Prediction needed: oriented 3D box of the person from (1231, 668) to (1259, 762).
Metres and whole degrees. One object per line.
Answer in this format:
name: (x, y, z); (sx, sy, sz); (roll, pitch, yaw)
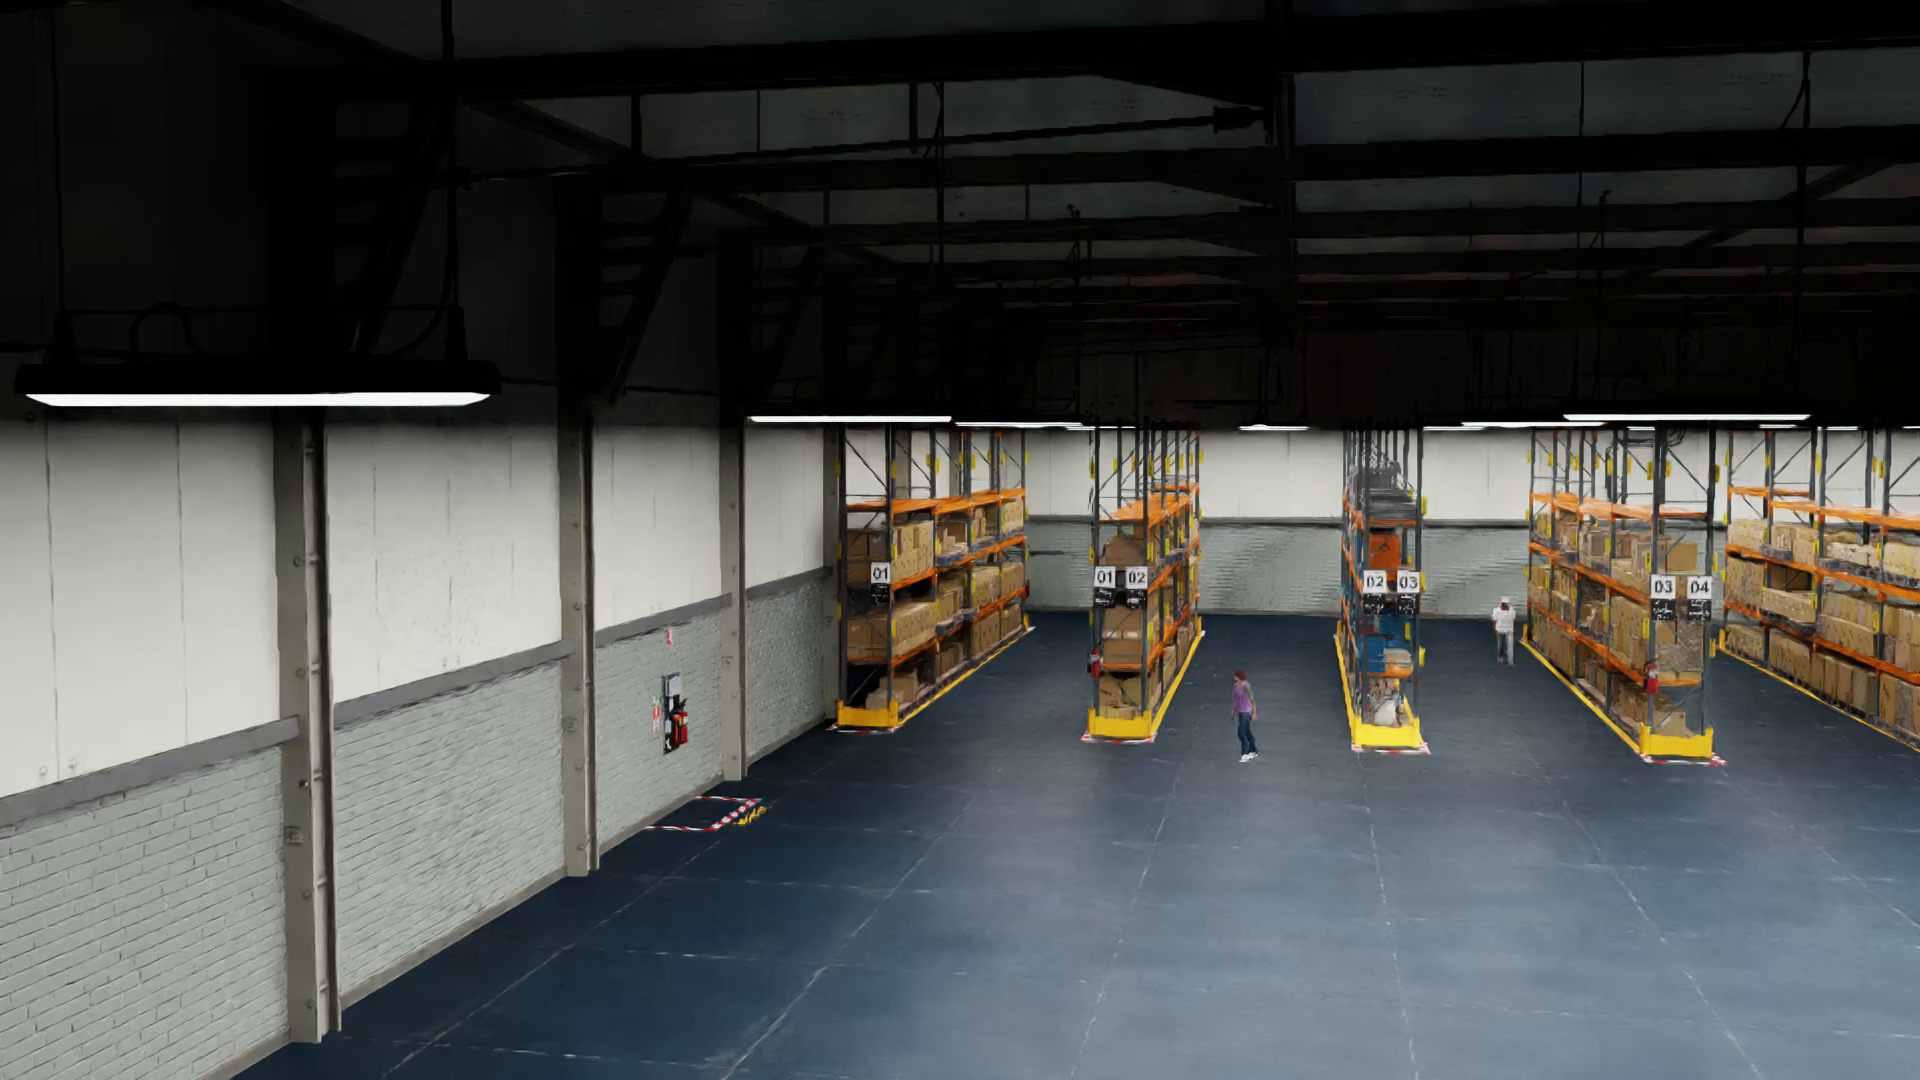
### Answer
person: (5.009, 3.041, 29.080); (0.462, 1.600, 0.509); (-1, 4, -20)

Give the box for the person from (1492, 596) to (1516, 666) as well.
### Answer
person: (13.367, 2.212, 40.859); (0.579, 1.689, 1.106); (1, 4, 15)

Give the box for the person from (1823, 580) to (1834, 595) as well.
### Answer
person: (23.375, 1.945, 44.870); (0.471, 1.713, 0.698); (3, 5, 38)
